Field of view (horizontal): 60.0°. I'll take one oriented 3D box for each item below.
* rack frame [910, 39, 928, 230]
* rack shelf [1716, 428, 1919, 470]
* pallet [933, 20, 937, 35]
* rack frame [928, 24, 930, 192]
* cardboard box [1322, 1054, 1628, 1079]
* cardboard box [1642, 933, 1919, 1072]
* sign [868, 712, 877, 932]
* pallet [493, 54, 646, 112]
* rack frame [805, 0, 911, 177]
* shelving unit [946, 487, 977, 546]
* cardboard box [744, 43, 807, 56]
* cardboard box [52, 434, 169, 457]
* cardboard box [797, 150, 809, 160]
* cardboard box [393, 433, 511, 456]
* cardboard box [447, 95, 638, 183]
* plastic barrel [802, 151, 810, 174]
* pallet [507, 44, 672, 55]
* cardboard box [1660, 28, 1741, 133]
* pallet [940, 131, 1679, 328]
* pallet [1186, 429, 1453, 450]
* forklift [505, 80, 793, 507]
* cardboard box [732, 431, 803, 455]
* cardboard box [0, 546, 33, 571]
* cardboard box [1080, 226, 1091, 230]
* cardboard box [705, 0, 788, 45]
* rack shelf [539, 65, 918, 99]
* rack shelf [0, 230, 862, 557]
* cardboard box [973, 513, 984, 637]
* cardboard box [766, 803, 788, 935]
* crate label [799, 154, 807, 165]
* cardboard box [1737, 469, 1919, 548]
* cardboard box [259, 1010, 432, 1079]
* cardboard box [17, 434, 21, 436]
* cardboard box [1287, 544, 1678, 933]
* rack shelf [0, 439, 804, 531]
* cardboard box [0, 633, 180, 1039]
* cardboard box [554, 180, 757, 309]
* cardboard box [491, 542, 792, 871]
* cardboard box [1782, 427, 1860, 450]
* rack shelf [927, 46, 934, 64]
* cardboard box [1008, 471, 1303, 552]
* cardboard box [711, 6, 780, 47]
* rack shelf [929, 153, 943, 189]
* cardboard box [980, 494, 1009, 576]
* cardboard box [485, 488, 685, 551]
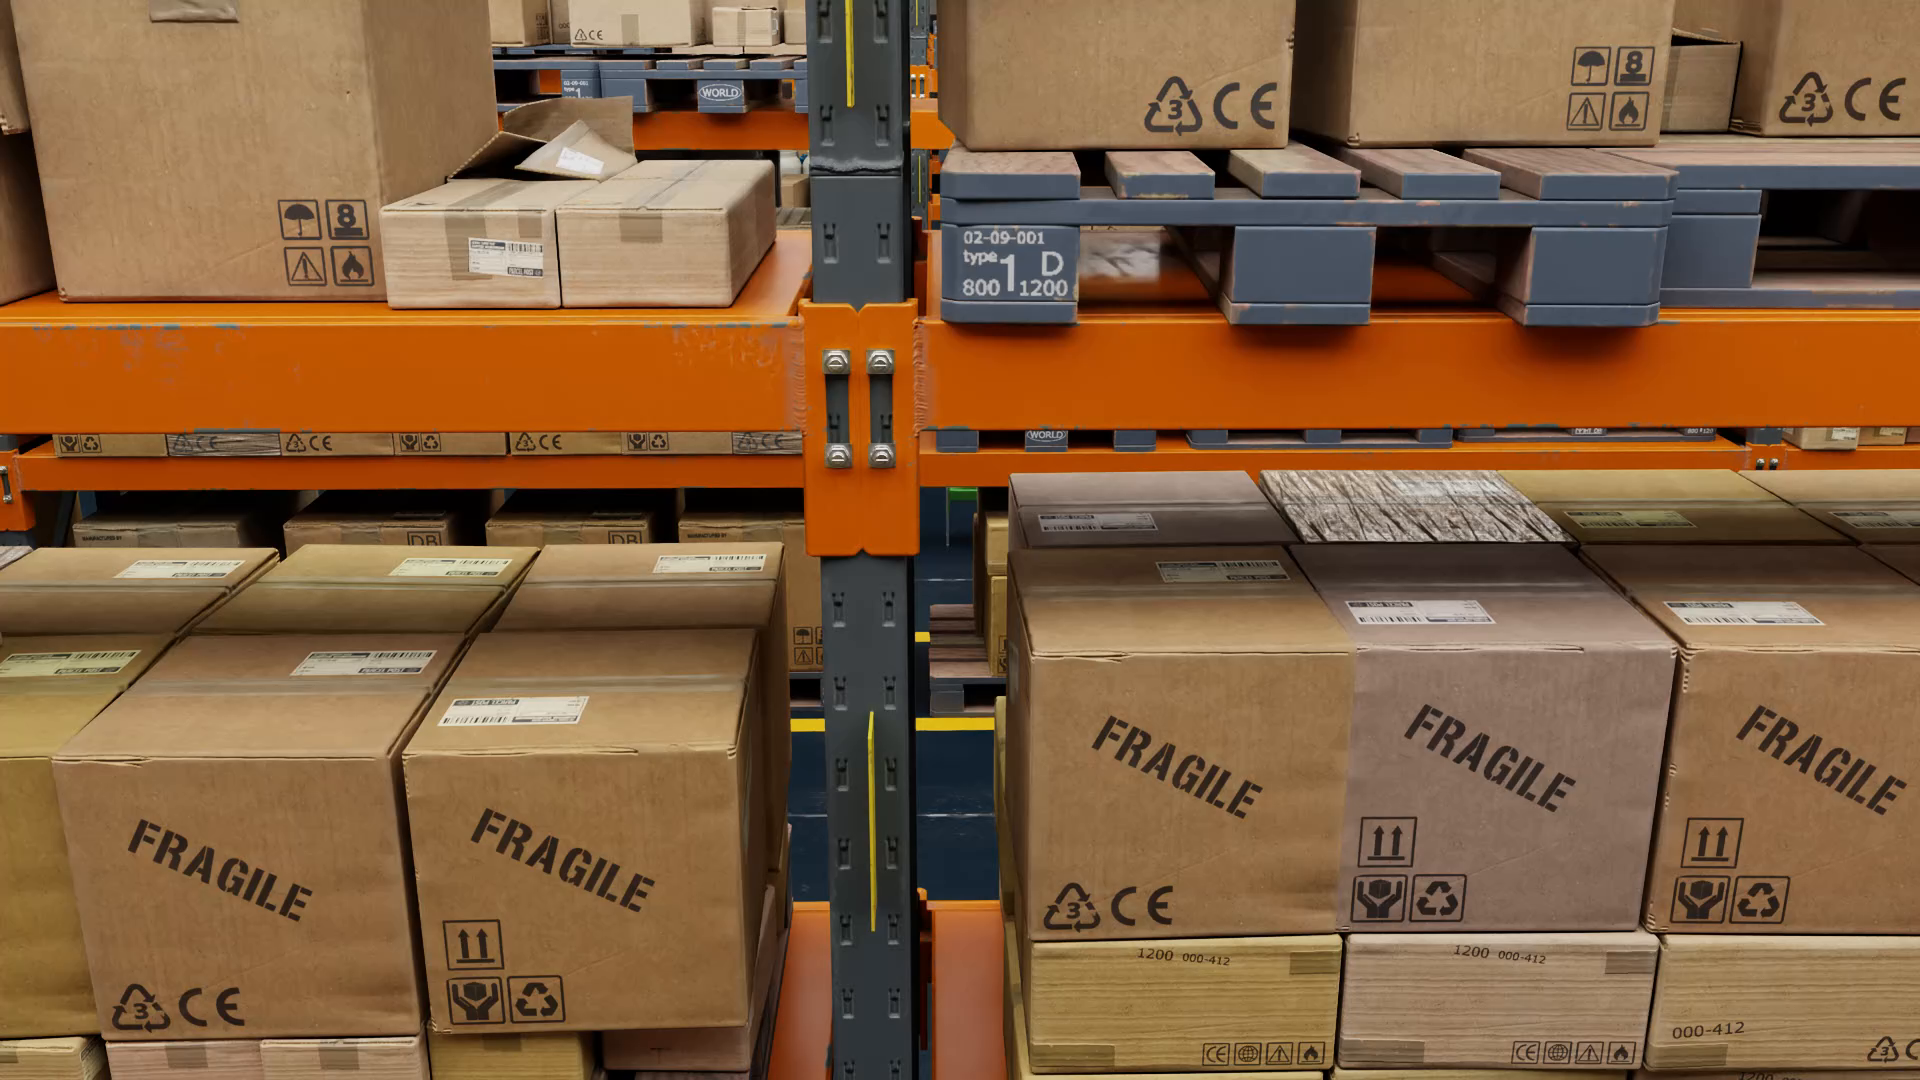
[{"bbox_3d":[-0.308,-2.250,12.650,0.127,3.000,1.000,0,18,-1],"label":"rack frame"},{"bbox_3d":[5.669,-0.421,8.127,4.000,0.370,1.077,0,18,-1],"label":"rack shelf"},{"bbox_3d":[0.101,-8.146,26.429,1.003,0.211,1.213,1,18,2],"label":"pallet"},{"bbox_3d":[-0.460,-5.275,22.082,0.127,3.000,1.000,0,18,-1],"label":"rack frame"},{"bbox_3d":[0.855,0.915,3.030,0.500,0.250,0.500,-1,18,-2],"label":"cardboard box"},{"bbox_3d":[1.375,0.682,2.937,0.500,0.250,0.500,0,18,-1],"label":"cardboard box"},{"bbox_3d":[-0.133,0.429,2.534,0.005,0.325,0.100,0,18,-1],"label":"sign"},{"bbox_3d":[-2.091,-2.047,7.417,1.213,0.211,1.003,1,18,2],"label":"pallet"},{"bbox_3d":[-0.151,-2.080,2.299,0.127,3.000,1.000,0,18,-1],"label":"rack frame"},{"bbox_3d":[0.165,-0.572,10.367,0.503,1.200,0.258,0,18,-1],"label":"shelving unit"},{"bbox_3d":[-1.275,-3.523,11.954,0.500,0.250,0.500,0,18,-1],"label":"cardboard box"},{"bbox_3d":[-3.800,-0.683,7.603,0.500,0.500,0.500,0,18,0],"label":"cardboard box"},{"bbox_3d":[-2.138,-5.310,22.026,0.500,0.500,0.500,-1,18,-4],"label":"cardboard box"},{"bbox_3d":[-2.287,-0.690,7.623,0.500,0.500,0.500,0,18,0],"label":"cardboard box"},{"bbox_3d":[-0.724,-0.637,2.931,0.258,0.266,0.396,0,18,-1],"label":"cardboard box"},{"bbox_3d":[-1.411,-3.746,17.130,0.421,0.512,0.421,0,18,0],"label":"plastic barrel"},{"bbox_3d":[-2.651,-3.546,12.087,1.003,0.211,1.213,0,18,-1],"label":"pallet"},{"bbox_3d":[1.220,-0.901,3.067,0.258,0.266,0.396,-1,18,-2],"label":"cardboard box"},{"bbox_3d":[0.492,-0.581,2.846,1.003,0.211,1.213,1,18,2],"label":"pallet"},{"bbox_3d":[1.648,-0.665,8.025,1.213,0.211,1.003,0,18,-1],"label":"pallet"},{"bbox_3d":[-1.865,-1.479,10.359,3.031,2.935,1.130,1,18,4],"label":"forklift"},{"bbox_3d":[-0.776,-0.698,7.649,0.500,0.500,0.500,0,18,-1],"label":"cardboard box"},{"bbox_3d":[-2.157,0.328,3.275,0.500,0.500,0.500,-1,18,-3],"label":"cardboard box"},{"bbox_3d":[0.698,-2.220,12.393,0.500,0.500,0.500,-1,18,-2],"label":"cardboard box"},{"bbox_3d":[-1.058,-2.432,7.601,0.500,0.311,0.500,0,18,-1],"label":"cardboard box"},{"bbox_3d":[-2.307,-3.326,12.272,4.000,0.370,1.077,0,18,-1],"label":"rack shelf"},{"bbox_3d":[-2.151,-0.299,2.837,4.000,0.370,1.077,0,18,-1],"label":"rack shelf"},{"bbox_3d":[0.324,0.173,8.503,0.500,0.500,0.500,0,18,-1],"label":"cardboard box"},{"bbox_3d":[-0.479,0.641,3.361,0.250,0.149,0.380,-1,18,-4],"label":"cardboard box"},{"bbox_3d":[-1.383,-3.857,17.603,0.616,0.435,0.502,0,18,-1],"label":"crate label"},{"bbox_3d":[1.877,0.165,3.321,0.500,0.500,0.500,-1,18,-2],"label":"cardboard box"},{"bbox_3d":[-0.993,0.808,2.841,0.250,0.149,0.380,0,18,-1],"label":"cardboard box"},{"bbox_3d":[-4.699,-0.781,7.827,0.550,0.550,0.875,0,18,-1],"label":"cardboard box"},{"bbox_3d":[0.842,0.320,2.838,0.500,0.500,0.500,0,18,-1],"label":"cardboard box"},{"bbox_3d":[-2.330,-0.382,8.006,4.000,0.370,1.077,0,18,-1],"label":"rack shelf"},{"bbox_3d":[-1.623,0.483,2.792,0.500,0.500,0.500,-1,18,-5],"label":"cardboard box"},{"bbox_3d":[-0.463,-0.466,2.591,0.250,0.149,0.380,0,18,-1],"label":"cardboard box"},{"bbox_3d":[-0.605,0.319,3.304,0.500,0.500,0.500,-1,18,-2],"label":"cardboard box"},{"bbox_3d":[3.958,-0.536,7.718,0.250,0.149,0.380,0,18,1],"label":"cardboard box"},{"bbox_3d":[1.614,-4.858,17.048,4.000,0.370,1.077,0,18,-1],"label":"rack shelf"},{"bbox_3d":[0.362,0.171,3.304,0.500,0.500,0.500,-1,18,-2],"label":"cardboard box"},{"bbox_3d":[-0.926,-2.229,7.206,0.250,0.166,0.380,0,18,-1],"label":"cardboard box"},{"bbox_3d":[1.539,-4.943,22.222,4.000,0.370,1.077,0,18,-1],"label":"rack shelf"},{"bbox_3d":[0.363,-0.031,7.909,0.500,0.250,0.500,-1,18,-3],"label":"cardboard box"},{"bbox_3d":[-1.815,0.118,8.266,0.750,0.750,1.050,0,18,0],"label":"cardboard box"}]
